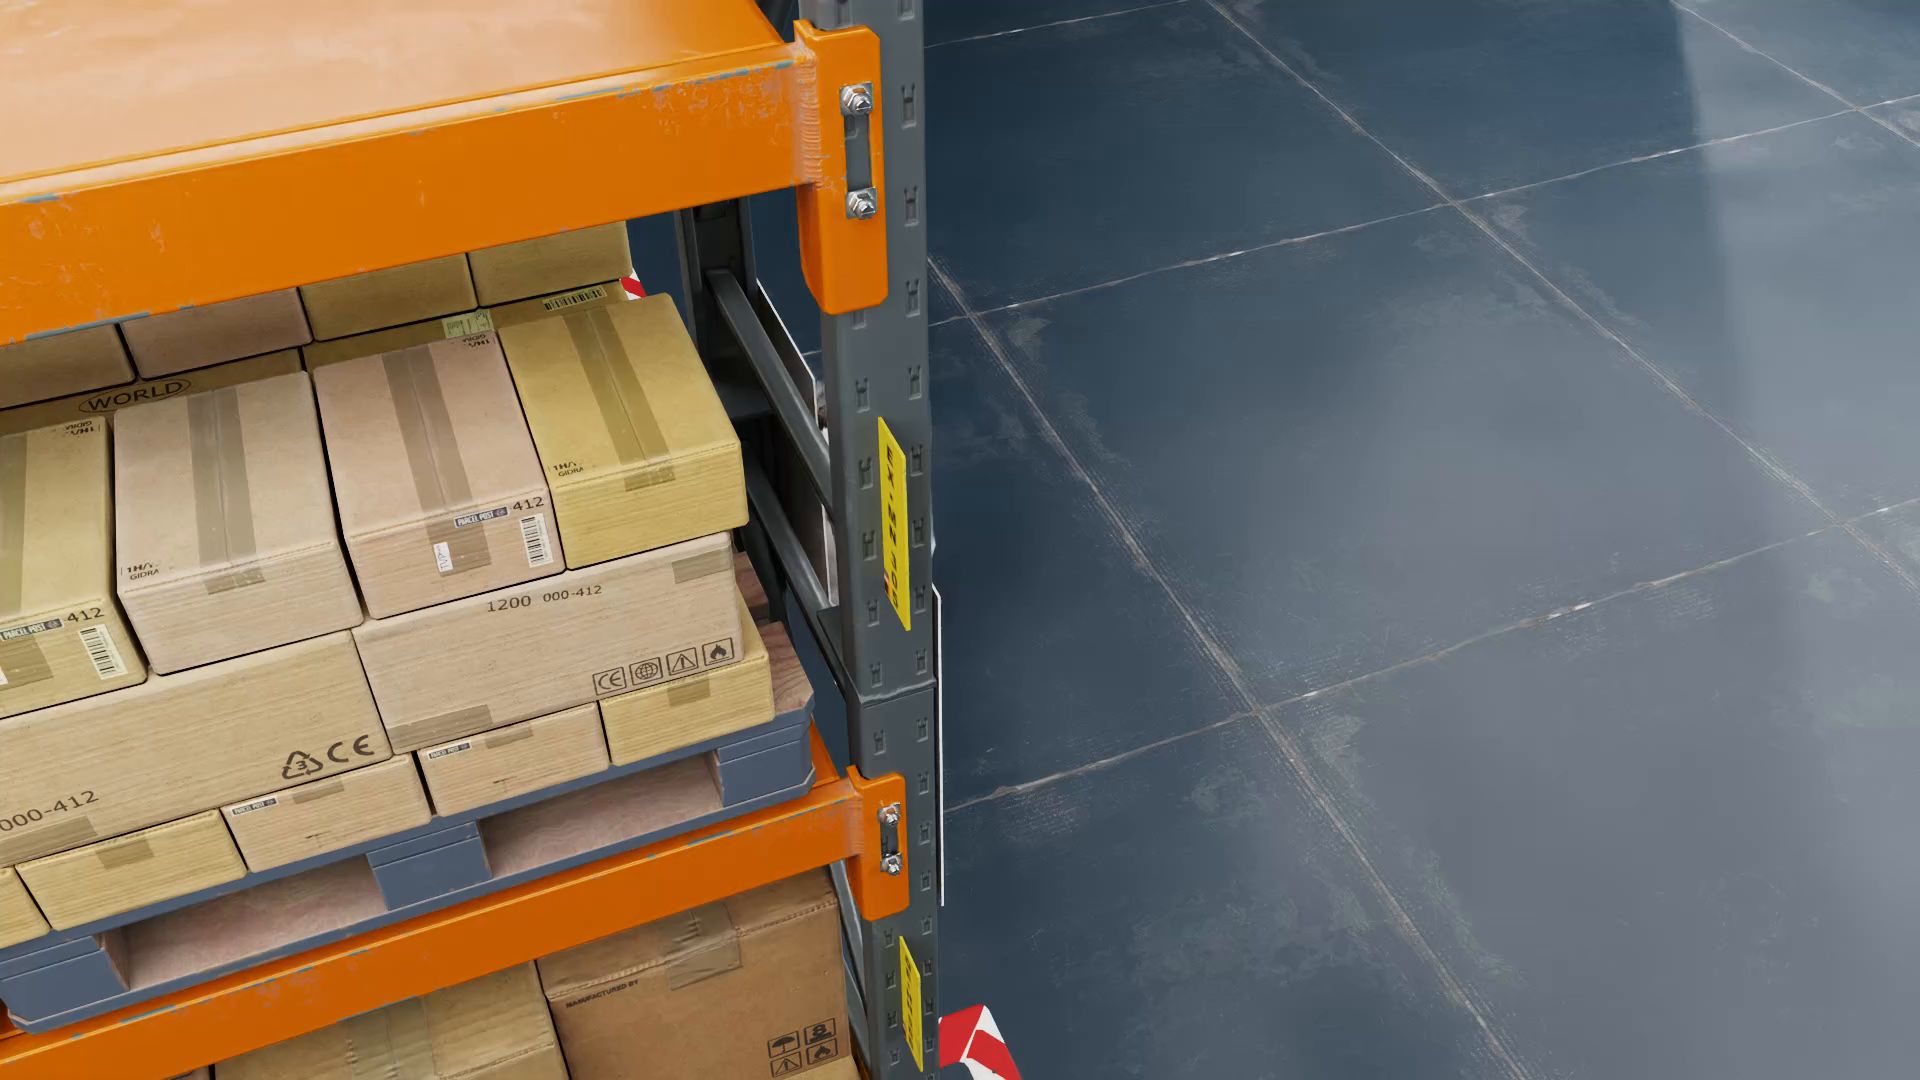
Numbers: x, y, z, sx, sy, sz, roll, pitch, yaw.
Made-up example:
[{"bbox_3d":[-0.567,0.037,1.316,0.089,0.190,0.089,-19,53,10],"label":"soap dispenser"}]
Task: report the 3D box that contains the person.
[{"bbox_3d":[-0.435,-0.154,6.848,0.471,0.989,0.822,-21,46,-22],"label":"person"}]
